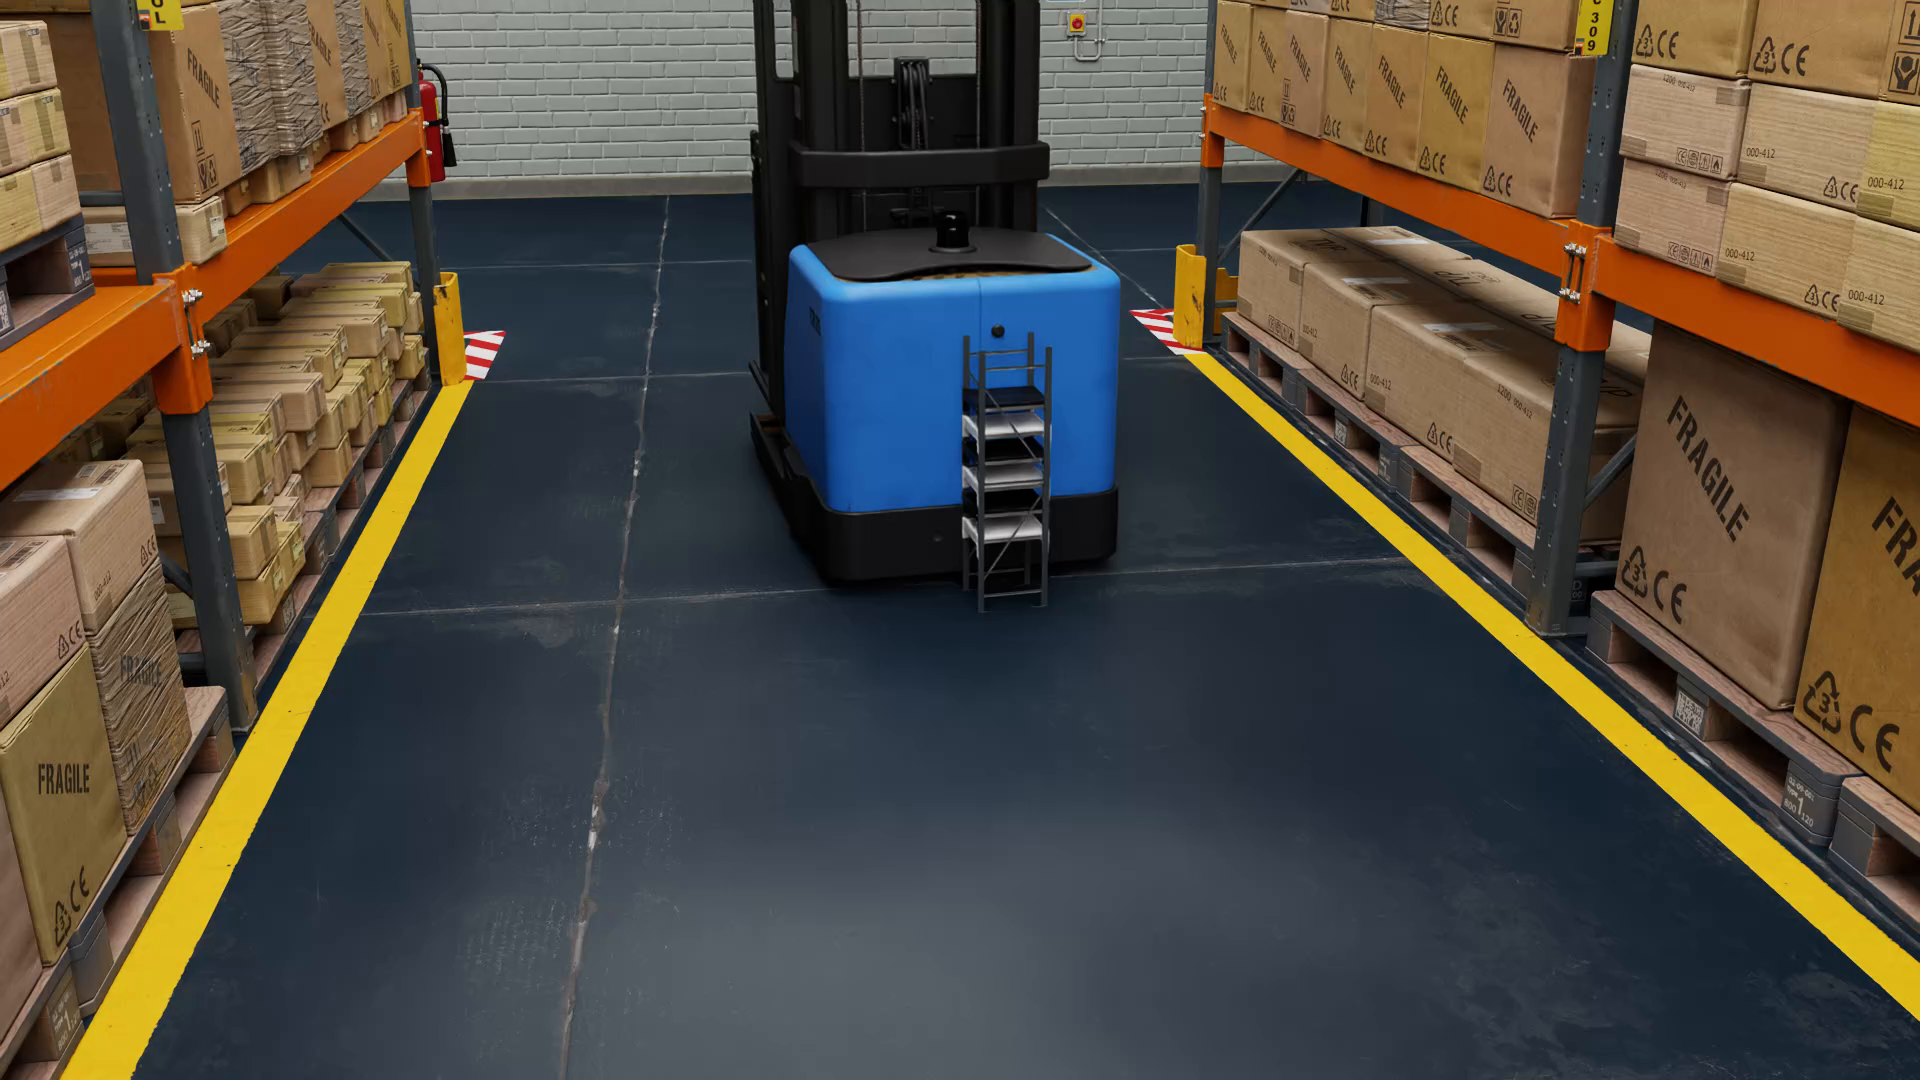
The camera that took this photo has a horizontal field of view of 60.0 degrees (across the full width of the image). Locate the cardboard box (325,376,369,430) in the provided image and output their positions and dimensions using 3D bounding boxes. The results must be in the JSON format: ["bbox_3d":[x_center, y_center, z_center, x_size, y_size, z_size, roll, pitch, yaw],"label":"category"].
[{"bbox_3d":[-2.495,-0.521,6.374,0.380,0.149,0.250,-3,21,-7],"label":"cardboard box"}]

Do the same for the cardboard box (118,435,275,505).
[{"bbox_3d":[-2.353,-0.214,5.126,0.380,0.149,0.250,-2,21,-5],"label":"cardboard box"}]

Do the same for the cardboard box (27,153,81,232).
[{"bbox_3d":[-2.274,-0.798,3.824,0.380,0.149,0.250,-3,21,-9],"label":"cardboard box"}]

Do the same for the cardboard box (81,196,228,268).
[{"bbox_3d":[-2.244,-0.843,4.545,0.380,0.149,0.250,-2,21,-6],"label":"cardboard box"}]

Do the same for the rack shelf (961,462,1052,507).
[{"bbox_3d":[0.152,-0.188,5.530,0.258,0.077,0.200,-5,21,-13],"label":"rack shelf"}]

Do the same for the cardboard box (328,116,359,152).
[{"bbox_3d":[-2.658,-1.661,6.735,0.380,0.149,0.250,-4,21,-10],"label":"cardboard box"}]

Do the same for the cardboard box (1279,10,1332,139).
[{"bbox_3d":[1.721,-2.031,7.224,0.500,0.500,0.500,-3,21,-8],"label":"cardboard box"}]

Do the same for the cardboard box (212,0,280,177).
[{"bbox_3d":[-2.427,-1.388,5.076,0.500,0.500,0.500,-3,21,-8],"label":"cardboard box"}]

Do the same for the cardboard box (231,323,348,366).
[{"bbox_3d":[-2.637,-0.747,6.554,0.380,0.149,0.250,-4,21,-10],"label":"cardboard box"}]

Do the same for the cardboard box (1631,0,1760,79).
[{"bbox_3d":[2.136,-1.479,4.318,0.500,0.500,0.500,-3,21,-7],"label":"cardboard box"}]

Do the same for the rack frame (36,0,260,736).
[{"bbox_3d":[-2.527,-0.846,4.195,1.000,3.000,0.127,-3,21,-8],"label":"rack frame"}]

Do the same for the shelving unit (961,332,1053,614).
[{"bbox_3d":[0.152,-0.220,5.518,0.258,0.900,0.210,-5,21,-13],"label":"shelving unit"}]

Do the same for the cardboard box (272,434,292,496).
[{"bbox_3d":[-2.495,-0.248,5.641,0.380,0.149,0.250,-4,21,-11],"label":"cardboard box"}]

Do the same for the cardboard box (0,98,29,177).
[{"bbox_3d":[-2.235,-0.846,3.527,0.380,0.149,0.250,-3,21,-7],"label":"cardboard box"}]

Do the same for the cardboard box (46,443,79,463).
[{"bbox_3d":[-2.912,-0.183,5.042,0.380,0.149,0.250,-3,21,-7],"label":"cardboard box"}]

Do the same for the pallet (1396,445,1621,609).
[{"bbox_3d":[2.325,-0.092,6.160,1.003,0.211,1.213,-3,21,-8],"label":"pallet"}]

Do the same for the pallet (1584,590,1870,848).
[{"bbox_3d":[2.543,0.439,4.740,1.003,0.211,1.213,-3,21,-8],"label":"pallet"}]

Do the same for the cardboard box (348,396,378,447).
[{"bbox_3d":[-2.564,-0.475,6.676,0.380,0.149,0.250,-3,21,-7],"label":"cardboard box"}]

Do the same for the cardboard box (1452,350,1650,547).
[{"bbox_3d":[2.372,-0.350,5.928,0.875,0.438,0.875,-3,21,-9],"label":"cardboard box"}]

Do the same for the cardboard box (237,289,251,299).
[{"bbox_3d":[-3.296,-0.989,7.202,0.380,0.149,0.250,-3,21,-8],"label":"cardboard box"}]

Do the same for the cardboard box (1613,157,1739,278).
[{"bbox_3d":[2.159,-0.895,4.539,0.500,0.250,0.500,-3,21,-9],"label":"cardboard box"}]

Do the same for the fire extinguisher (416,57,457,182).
[{"bbox_3d":[-2.683,-2.131,8.277,0.296,0.674,0.183,-3,21,-8],"label":"fire extinguisher"}]

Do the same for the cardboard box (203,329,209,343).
[{"bbox_3d":[-3.155,-0.718,6.475,0.380,0.149,0.250,-3,21,-7],"label":"cardboard box"}]

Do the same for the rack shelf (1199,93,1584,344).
[{"bbox_3d":[2.069,-1.486,6.937,1.077,0.370,4.000,-3,21,-8],"label":"rack shelf"}]

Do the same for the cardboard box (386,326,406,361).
[{"bbox_3d":[-2.668,-0.883,7.344,0.380,0.149,0.250,-4,21,-10],"label":"cardboard box"}]

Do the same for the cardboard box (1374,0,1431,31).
[{"bbox_3d":[1.868,-2.147,6.106,0.500,0.500,0.500,-3,21,-7],"label":"cardboard box"}]

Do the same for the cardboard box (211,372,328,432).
[{"bbox_3d":[-2.454,-0.481,5.840,0.380,0.149,0.250,-2,21,-7],"label":"cardboard box"}]

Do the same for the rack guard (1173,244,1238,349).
[{"bbox_3d":[1.777,-1.353,9.124,1.175,0.500,0.348,-3,21,-8],"label":"rack guard"}]

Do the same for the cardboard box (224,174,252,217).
[{"bbox_3d":[-2.479,-1.113,5.267,0.380,0.149,0.250,-4,21,-10],"label":"cardboard box"}]

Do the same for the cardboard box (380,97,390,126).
[{"bbox_3d":[-2.778,-1.927,7.447,0.380,0.149,0.250,-3,21,-8],"label":"cardboard box"}]

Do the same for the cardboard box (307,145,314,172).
[{"bbox_3d":[-2.566,-1.387,6.002,0.380,0.149,0.250,-2,21,-6],"label":"cardboard box"}]

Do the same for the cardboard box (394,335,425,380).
[{"bbox_3d":[-2.684,-0.837,7.643,0.380,0.149,0.250,-2,21,-6],"label":"cardboard box"}]

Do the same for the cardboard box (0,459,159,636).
[{"bbox_3d":[-2.169,0.022,3.771,0.500,0.250,0.500,-3,21,-9],"label":"cardboard box"}]

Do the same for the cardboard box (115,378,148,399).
[{"bbox_3d":[-3.046,-0.451,5.761,0.380,0.149,0.250,-4,21,-10],"label":"cardboard box"}]

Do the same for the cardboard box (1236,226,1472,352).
[{"bbox_3d":[1.974,-1.289,8.441,0.875,0.438,0.875,-4,21,-10],"label":"cardboard box"}]

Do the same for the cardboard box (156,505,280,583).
[{"bbox_3d":[-2.263,0.012,4.947,0.380,0.149,0.250,-2,21,-5],"label":"cardboard box"}]

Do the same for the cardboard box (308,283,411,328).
[{"bbox_3d":[-2.634,-1.027,7.304,0.380,0.149,0.250,-3,21,-9],"label":"cardboard box"}]

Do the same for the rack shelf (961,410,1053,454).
[{"bbox_3d":[0.152,-0.357,5.467,0.258,0.077,0.200,-5,21,-13],"label":"rack shelf"}]

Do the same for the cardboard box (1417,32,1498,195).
[{"bbox_3d":[1.957,-1.503,5.811,0.500,0.500,0.500,-3,21,-9],"label":"cardboard box"}]

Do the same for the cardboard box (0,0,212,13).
[{"bbox_3d":[-2.351,-1.669,4.401,0.500,0.500,0.500,-2,21,-6],"label":"cardboard box"}]

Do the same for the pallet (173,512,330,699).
[{"bbox_3d":[-2.659,0.229,5.300,1.003,0.211,1.213,-3,21,-8],"label":"pallet"}]

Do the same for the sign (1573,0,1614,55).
[{"bbox_3d":[1.808,-1.545,4.715,0.100,0.325,0.005,-3,21,-8],"label":"sign"}]

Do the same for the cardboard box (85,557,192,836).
[{"bbox_3d":[-2.171,0.372,3.906,0.500,0.500,0.500,-3,21,-9],"label":"cardboard box"}]

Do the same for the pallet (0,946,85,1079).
[{"bbox_3d":[-2.234,1.153,2.828,1.003,0.211,1.213,-3,21,-8],"label":"pallet"}]

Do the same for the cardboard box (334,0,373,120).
[{"bbox_3d":[-2.632,-1.921,6.504,0.500,0.500,0.500,-3,21,-8],"label":"cardboard box"}]

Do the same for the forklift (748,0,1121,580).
[{"bbox_3d":[-0.293,-1.719,6.629,1.130,2.935,3.031,-5,21,-13],"label":"forklift"}]

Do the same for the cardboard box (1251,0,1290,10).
[{"bbox_3d":[1.649,-2.672,7.511,0.500,0.500,0.500,-3,21,-9],"label":"cardboard box"}]

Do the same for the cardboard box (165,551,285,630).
[{"bbox_3d":[-2.262,0.150,5.001,0.380,0.149,0.250,-4,21,-10],"label":"cardboard box"}]

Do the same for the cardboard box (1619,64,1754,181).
[{"bbox_3d":[2.141,-1.128,4.450,0.500,0.250,0.500,-4,21,-9],"label":"cardboard box"}]

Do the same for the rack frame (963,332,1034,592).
[{"bbox_3d":[0.127,-0.254,5.611,0.240,0.900,0.006,-5,21,-13],"label":"rack frame"}]

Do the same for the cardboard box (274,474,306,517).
[{"bbox_3d":[-2.473,-0.111,5.699,0.380,0.149,0.250,-3,21,-9],"label":"cardboard box"}]
